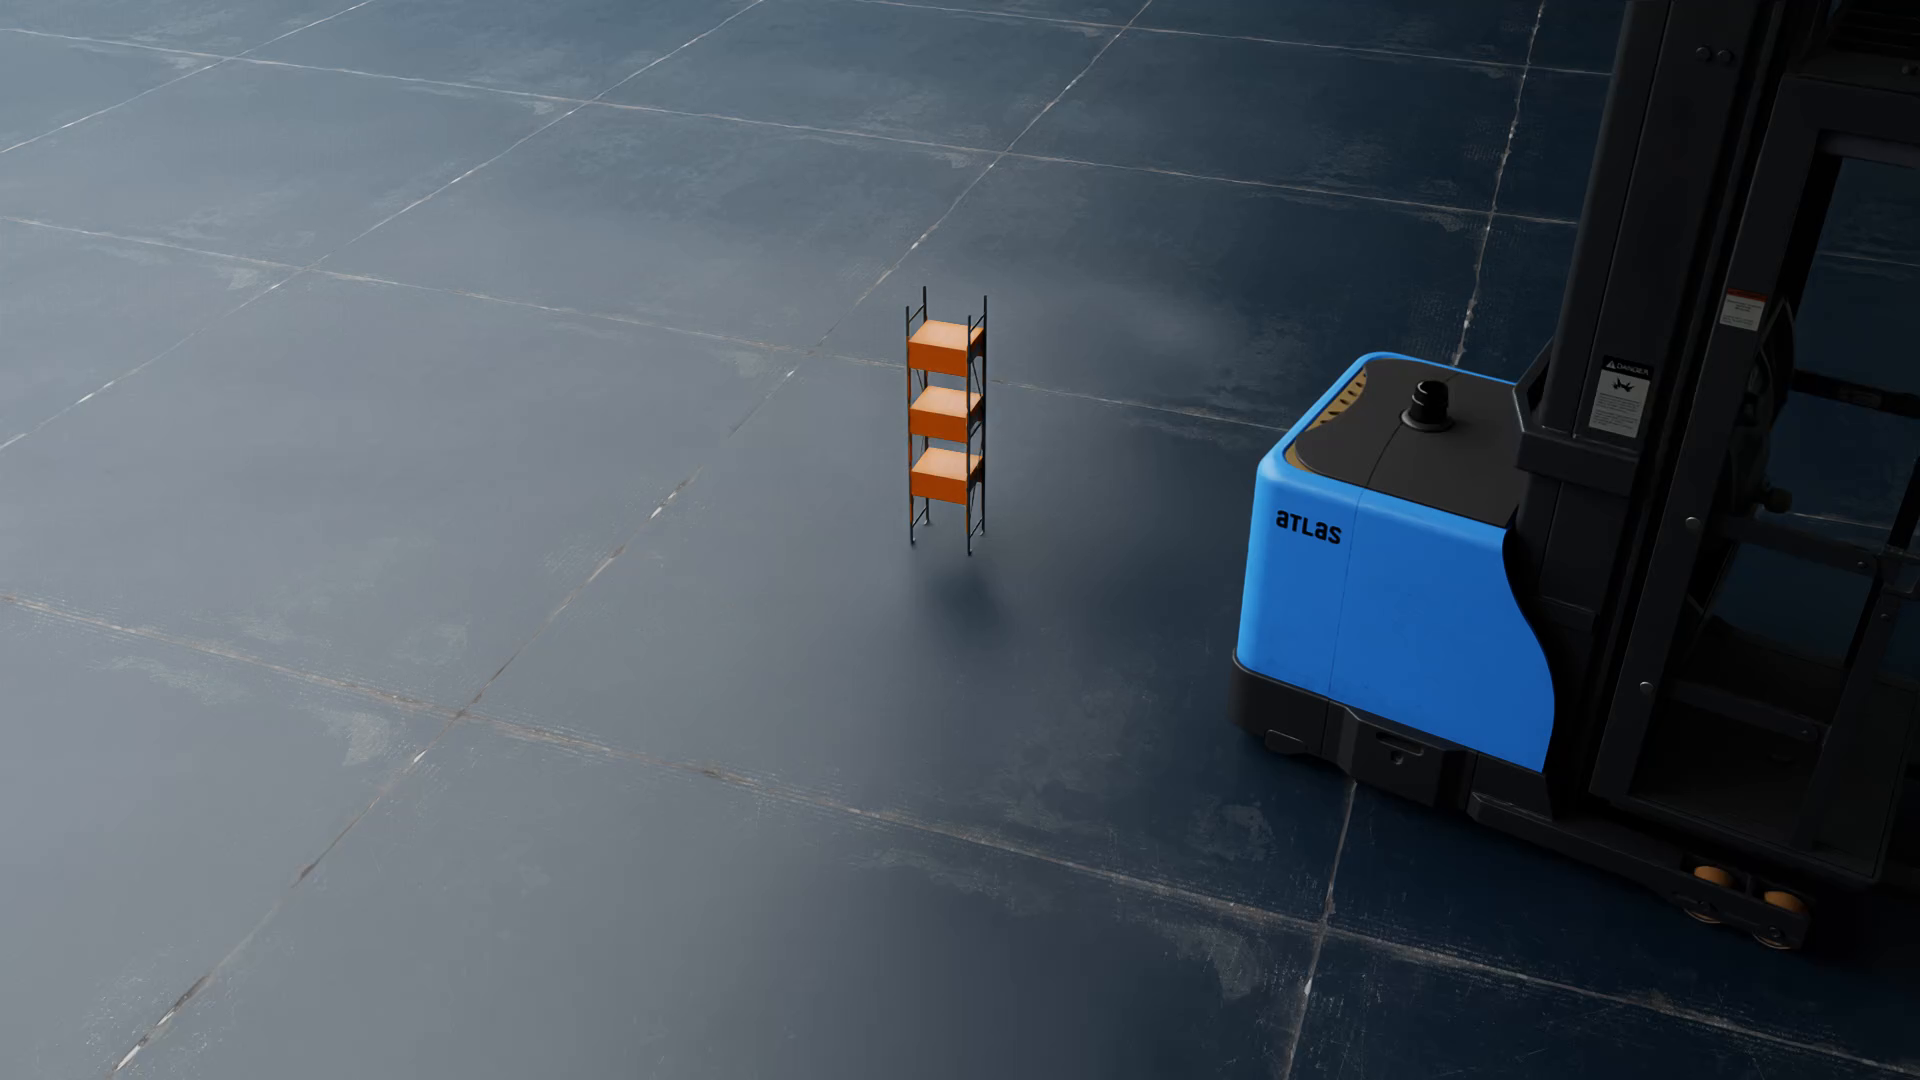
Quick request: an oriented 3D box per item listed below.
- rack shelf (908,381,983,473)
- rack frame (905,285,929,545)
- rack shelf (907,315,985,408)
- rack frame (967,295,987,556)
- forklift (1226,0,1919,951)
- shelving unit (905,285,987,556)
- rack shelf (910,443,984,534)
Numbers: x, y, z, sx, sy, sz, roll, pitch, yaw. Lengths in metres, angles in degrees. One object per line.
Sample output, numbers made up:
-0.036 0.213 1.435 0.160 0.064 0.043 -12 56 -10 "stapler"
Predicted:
-0.050 -0.442 6.486 0.240 0.259 0.215 11 34 16 "rack shelf"
-0.165 -0.473 6.515 0.008 1.050 0.200 11 34 16 "rack frame"
-0.050 -0.680 6.332 0.240 0.259 0.215 11 34 16 "rack shelf"
0.064 -0.429 6.446 0.008 1.050 0.200 11 34 16 "rack frame"
2.432 -0.361 4.607 3.031 2.935 1.130 19 37 27 "forklift"
-0.050 -0.451 6.480 0.252 1.050 0.215 11 34 16 "shelving unit"
-0.050 -0.208 6.637 0.240 0.259 0.215 11 34 16 "rack shelf"
